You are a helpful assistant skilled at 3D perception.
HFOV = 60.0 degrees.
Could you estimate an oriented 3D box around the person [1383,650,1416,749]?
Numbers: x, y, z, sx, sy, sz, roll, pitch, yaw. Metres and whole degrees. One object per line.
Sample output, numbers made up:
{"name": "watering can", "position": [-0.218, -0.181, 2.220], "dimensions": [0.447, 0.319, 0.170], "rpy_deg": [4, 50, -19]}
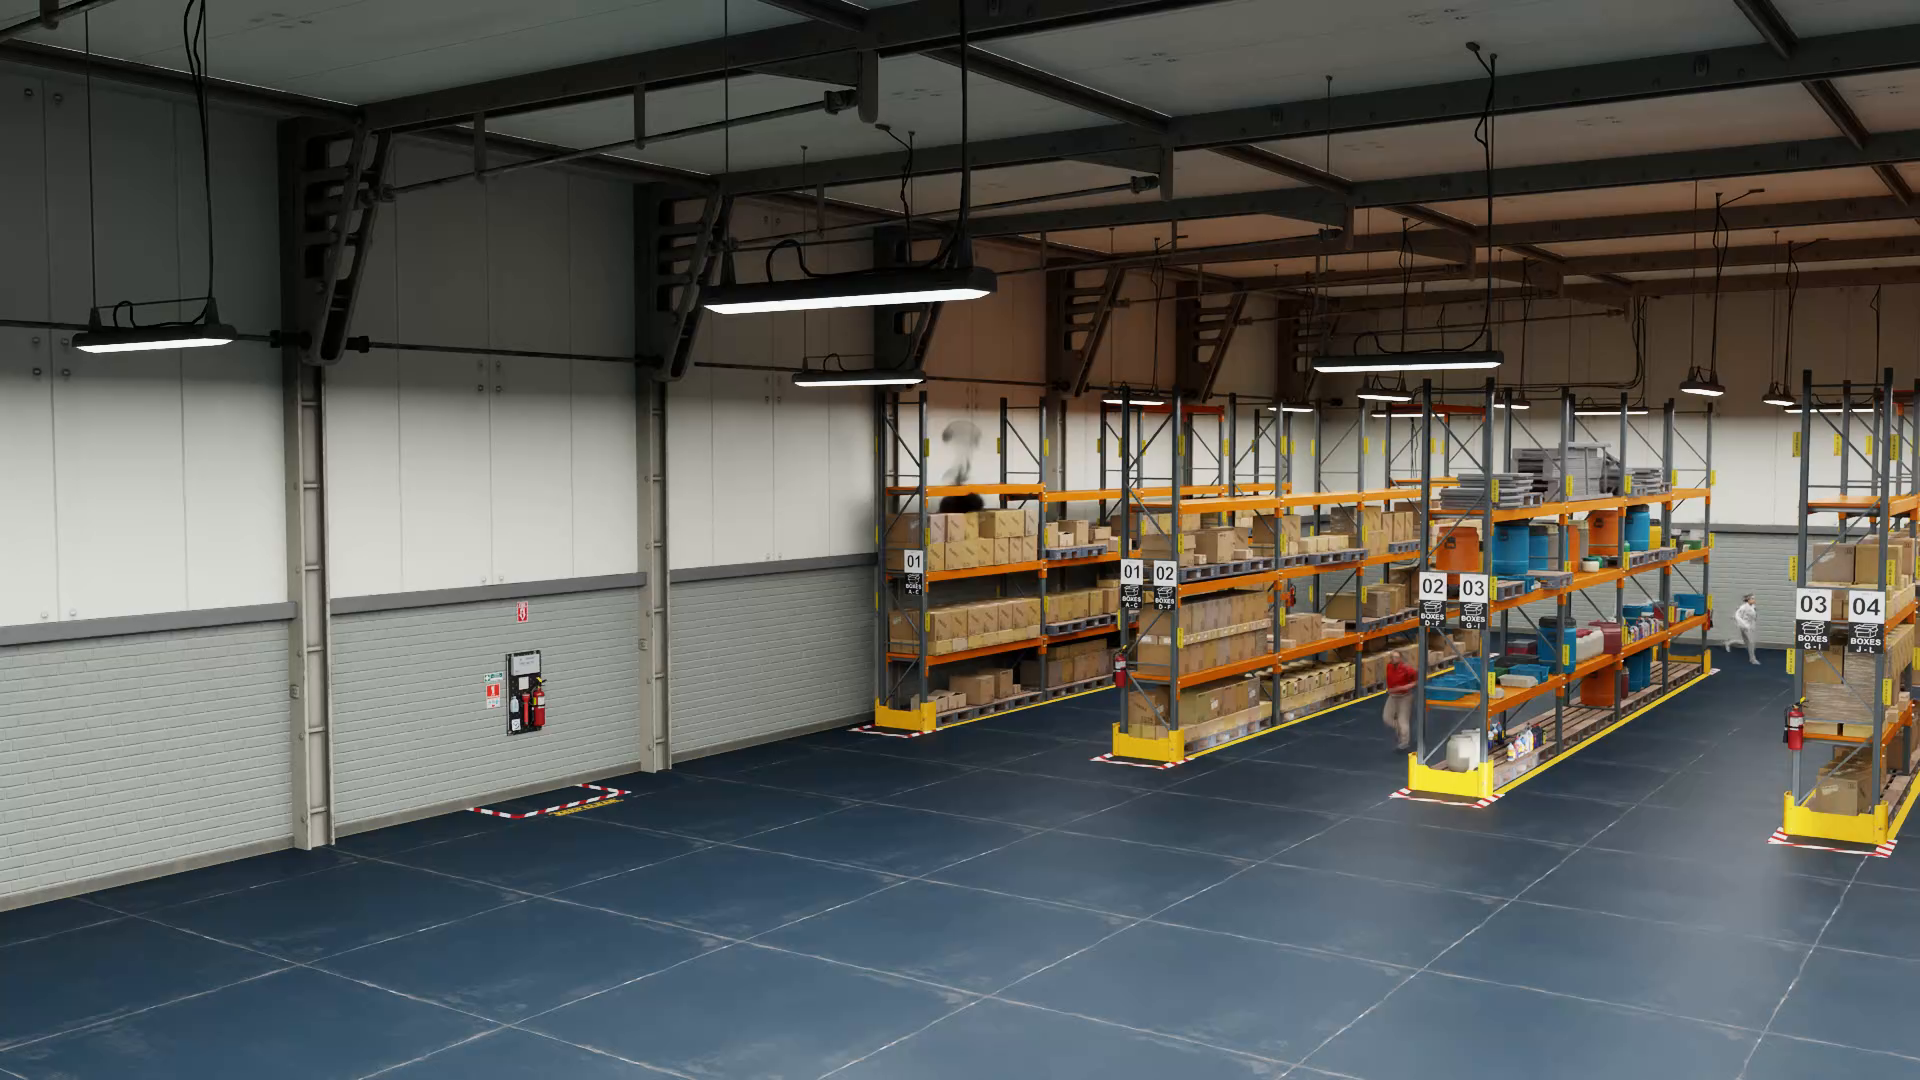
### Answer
{"name": "person", "position": [7.226, 2.637, 27.407], "dimensions": [0.629, 1.662, 0.698], "rpy_deg": [3, 4, 43]}

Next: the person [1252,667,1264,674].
{"name": "person", "position": [6.145, 2.216, 34.478], "dimensions": [0.665, 1.701, 0.780], "rpy_deg": [2, 4, 34]}

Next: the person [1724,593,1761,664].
{"name": "person", "position": [18.253, 2.053, 38.781], "dimensions": [0.626, 1.678, 0.874], "rpy_deg": [-3, 4, -39]}
